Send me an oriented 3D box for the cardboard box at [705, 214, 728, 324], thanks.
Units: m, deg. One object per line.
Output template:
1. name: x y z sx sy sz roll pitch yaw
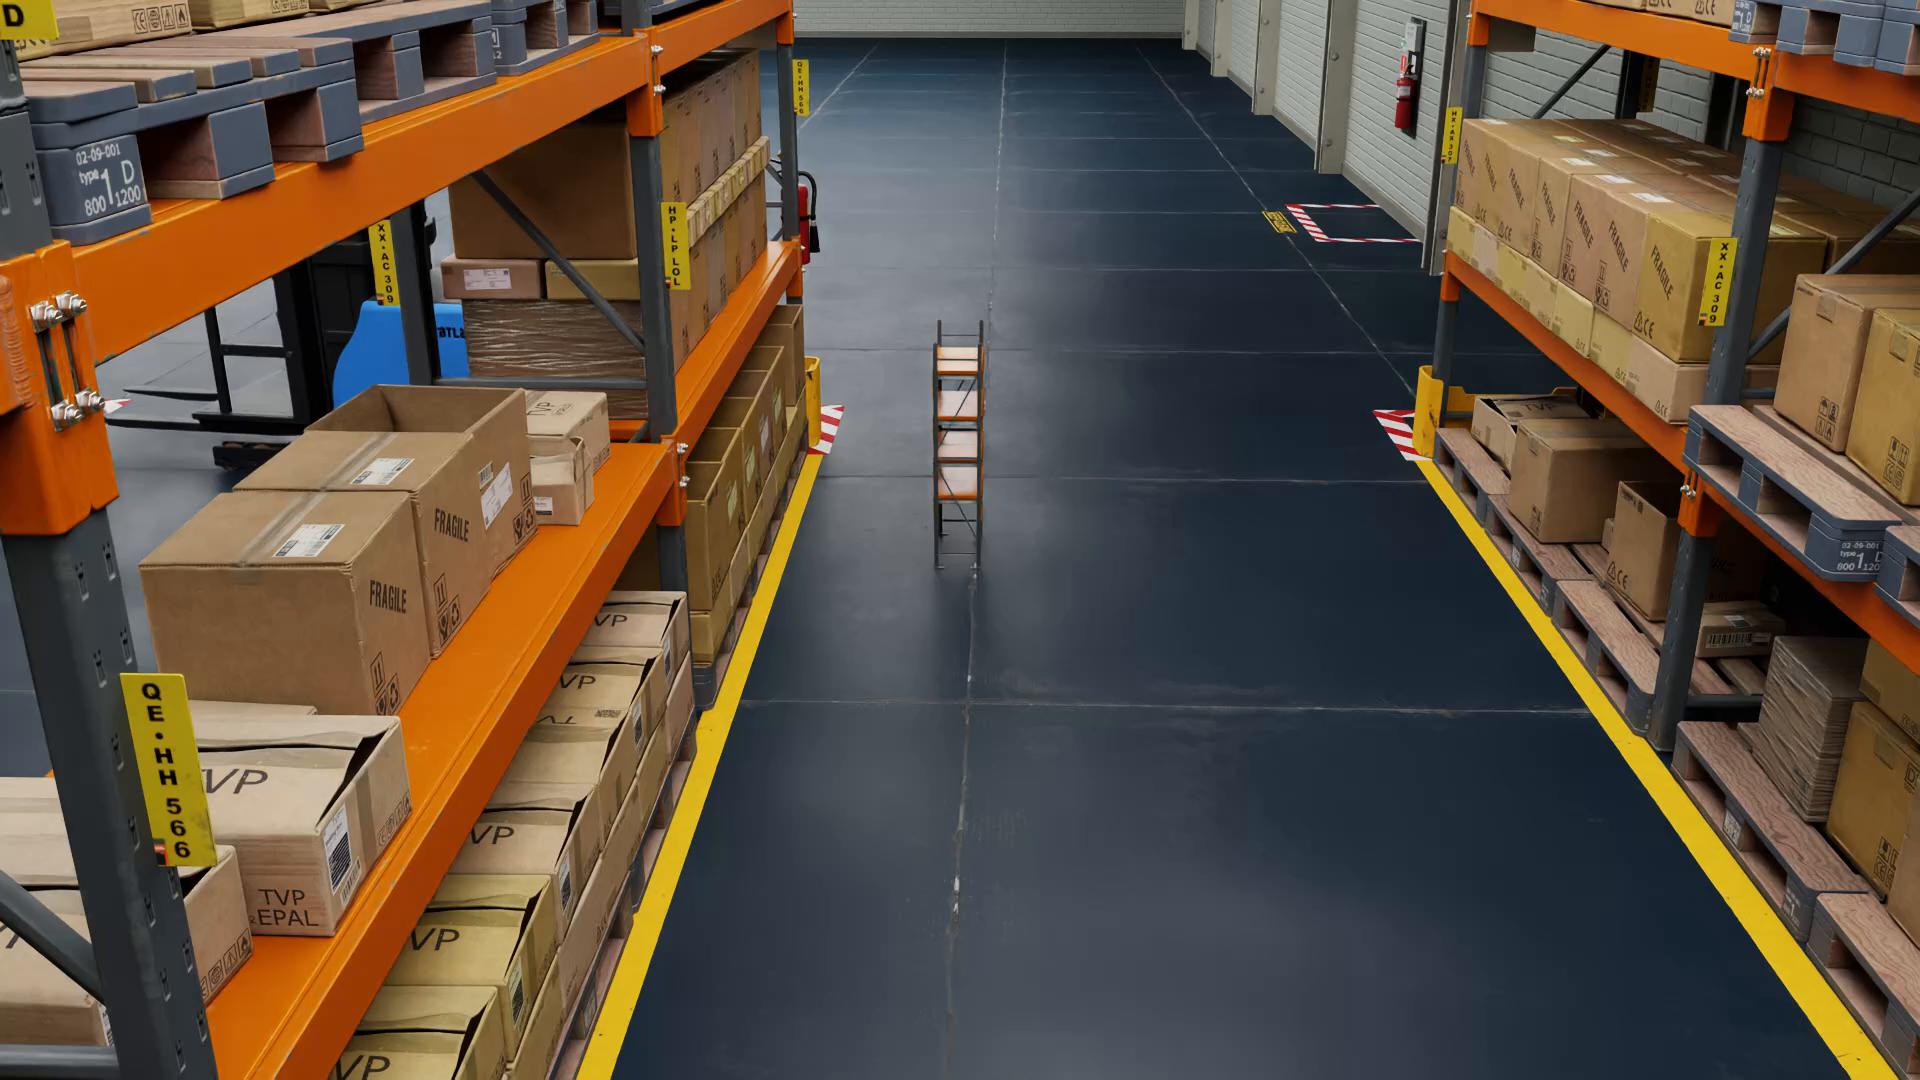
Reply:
1. cardboard box: -1.558 -1.362 8.255 0.700 0.500 0.500 1 21 3

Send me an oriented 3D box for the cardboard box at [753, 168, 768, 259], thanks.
1. cardboard box: -1.514 -1.922 9.697 0.700 0.500 0.500 1 21 2

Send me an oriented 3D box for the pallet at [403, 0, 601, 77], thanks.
1. pallet: -1.622 -1.588 5.092 0.805 0.209 1.217 0 21 -1

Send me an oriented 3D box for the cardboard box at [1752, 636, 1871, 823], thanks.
1. cardboard box: 3.337 0.682 5.972 0.700 0.500 0.500 1 21 3

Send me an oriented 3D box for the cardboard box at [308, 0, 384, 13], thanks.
1. cardboard box: -1.728 -1.431 4.051 0.500 0.250 0.500 -1 21 -3

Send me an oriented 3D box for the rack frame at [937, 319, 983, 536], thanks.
1. rack frame: 0.002 -0.588 8.885 0.240 1.200 0.015 1 21 2

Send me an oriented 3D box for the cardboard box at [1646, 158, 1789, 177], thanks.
1. cardboard box: 3.611 -1.556 8.036 0.500 0.500 0.500 1 21 2

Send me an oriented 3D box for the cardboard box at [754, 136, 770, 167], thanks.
1. cardboard box: -1.308 -2.253 9.653 0.380 0.149 0.250 0 21 1

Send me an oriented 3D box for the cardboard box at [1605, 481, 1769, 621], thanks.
1. cardboard box: 3.335 0.040 7.627 0.500 0.500 0.500 -1 21 -2

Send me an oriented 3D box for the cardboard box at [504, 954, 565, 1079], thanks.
1. cardboard box: -1.396 1.379 4.549 0.500 0.250 0.500 0 21 0

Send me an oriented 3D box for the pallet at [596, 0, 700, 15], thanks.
1. pallet: -1.608 -2.264 6.692 1.003 0.211 1.213 1 21 2

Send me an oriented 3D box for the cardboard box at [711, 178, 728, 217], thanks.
1. cardboard box: -1.353 -1.692 8.208 0.380 0.149 0.250 0 21 1

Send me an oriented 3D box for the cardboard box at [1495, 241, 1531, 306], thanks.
1. cardboard box: 3.109 -1.385 8.632 0.500 0.250 0.500 0 21 1

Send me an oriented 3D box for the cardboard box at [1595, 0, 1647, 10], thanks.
1. cardboard box: 3.118 -2.568 7.187 0.500 0.500 0.500 0 21 0

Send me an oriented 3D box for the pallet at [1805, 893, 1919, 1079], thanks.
1. pallet: 3.286 1.479 4.925 1.003 0.211 1.213 1 21 2

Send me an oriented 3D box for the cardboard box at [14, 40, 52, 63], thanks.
1. cardboard box: -1.773 -0.840 2.528 0.500 0.250 0.500 -1 21 -2

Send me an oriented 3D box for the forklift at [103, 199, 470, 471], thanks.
1. forklift: -4.076 -1.961 10.031 3.031 2.935 1.130 3 21 9

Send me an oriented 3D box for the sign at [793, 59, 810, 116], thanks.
1. sign: -0.945 -2.683 9.869 0.100 0.325 0.005 1 21 2

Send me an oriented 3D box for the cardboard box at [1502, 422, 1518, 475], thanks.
1. cardboard box: 3.336 -0.487 9.246 0.500 0.311 0.500 2 21 6

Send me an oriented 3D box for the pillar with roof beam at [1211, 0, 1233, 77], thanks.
1. pillar with roof beam: 0.735 -13.250 30.738 9.100 9.000 0.400 1 21 2

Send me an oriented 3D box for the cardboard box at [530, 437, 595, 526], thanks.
1. cardboard box: -1.452 -0.215 5.623 0.396 0.266 0.258 0 21 0

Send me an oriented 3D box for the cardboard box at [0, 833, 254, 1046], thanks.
1. cardboard box: -1.675 0.759 3.049 0.500 0.311 0.500 2 21 5

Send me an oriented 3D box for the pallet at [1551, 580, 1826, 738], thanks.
1. pallet: 3.328 0.512 7.417 1.003 0.211 1.213 1 21 2

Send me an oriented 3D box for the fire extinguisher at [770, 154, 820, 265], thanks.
1. fire extinguisher: -1.019 -2.046 10.261 0.296 0.674 0.183 1 21 2

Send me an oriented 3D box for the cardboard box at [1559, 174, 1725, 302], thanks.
1. cardboard box: 3.084 -1.370 7.557 0.500 0.500 0.500 0 21 0

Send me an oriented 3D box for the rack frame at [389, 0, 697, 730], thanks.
1. rack frame: -1.609 -0.598 6.423 1.000 3.000 0.127 1 21 2

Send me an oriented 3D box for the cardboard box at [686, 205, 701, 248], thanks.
1. cardboard box: -1.377 -1.411 7.484 0.380 0.149 0.250 0 21 0

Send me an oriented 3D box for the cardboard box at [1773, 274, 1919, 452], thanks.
1. cardboard box: 3.293 -0.613 5.715 0.700 0.500 0.500 1 21 2

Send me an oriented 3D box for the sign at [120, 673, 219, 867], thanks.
1. sign: -1.187 0.348 2.494 0.100 0.325 0.005 1 21 2

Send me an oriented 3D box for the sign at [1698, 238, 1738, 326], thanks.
1. sign: 2.800 -0.951 6.137 0.100 0.325 0.005 1 21 2

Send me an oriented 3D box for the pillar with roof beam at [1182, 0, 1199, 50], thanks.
1. pillar with roof beam: 0.917 -15.419 36.329 9.100 9.000 0.400 1 21 2

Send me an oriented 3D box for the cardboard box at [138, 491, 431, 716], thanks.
1. cardboard box: -1.695 0.195 4.241 0.500 0.500 0.500 0 21 -1

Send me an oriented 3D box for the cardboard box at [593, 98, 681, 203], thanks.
1. cardboard box: -1.587 -1.592 7.055 0.700 0.500 0.500 1 21 1

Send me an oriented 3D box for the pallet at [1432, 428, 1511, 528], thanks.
1. pallet: 3.402 -0.370 9.691 1.003 0.211 1.213 1 21 2

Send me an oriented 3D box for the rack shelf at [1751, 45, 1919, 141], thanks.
1. rack shelf: 3.282 -0.884 4.010 1.077 0.370 4.000 1 21 2

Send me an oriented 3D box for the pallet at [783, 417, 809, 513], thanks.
1. pallet: -1.468 -0.467 9.941 1.003 0.211 1.213 1 21 2

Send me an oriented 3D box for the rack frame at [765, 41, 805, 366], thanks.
1. rack frame: -1.487 -2.044 10.150 1.000 3.000 0.127 1 21 2

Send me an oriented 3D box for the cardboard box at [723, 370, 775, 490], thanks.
1. cardboard box: -1.238 -0.568 8.530 0.500 0.500 0.500 1 21 2

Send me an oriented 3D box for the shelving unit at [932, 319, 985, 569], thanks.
1. shelving unit: -0.005 -0.500 8.658 0.258 1.200 0.503 1 21 2

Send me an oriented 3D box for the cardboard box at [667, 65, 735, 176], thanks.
1. cardboard box: -1.541 -2.135 8.453 0.700 0.500 0.500 1 21 2

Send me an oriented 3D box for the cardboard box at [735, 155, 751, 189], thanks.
1. cardboard box: -1.332 -1.975 8.937 0.380 0.149 0.250 1 21 2

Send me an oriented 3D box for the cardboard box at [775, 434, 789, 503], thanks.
1. cardboard box: -1.224 -0.399 9.131 0.500 0.250 0.500 1 21 2

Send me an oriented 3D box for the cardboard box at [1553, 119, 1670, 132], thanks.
1. cardboard box: 3.663 -2.107 9.456 0.500 0.500 0.500 0 21 1

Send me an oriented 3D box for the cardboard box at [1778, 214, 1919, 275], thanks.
1. cardboard box: 3.566 -1.001 6.606 0.500 0.500 0.500 0 21 0

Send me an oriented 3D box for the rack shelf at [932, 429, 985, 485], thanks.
1. rack shelf: -0.005 -0.437 8.682 0.258 0.148 0.480 1 21 2

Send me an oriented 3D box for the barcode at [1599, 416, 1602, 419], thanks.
1. barcode: 3.753 -0.687 9.748 0.001 0.075 0.075 1 21 2

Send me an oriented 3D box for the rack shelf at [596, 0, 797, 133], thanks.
1. rack shelf: -1.548 -2.384 7.874 1.077 0.370 4.000 1 21 2

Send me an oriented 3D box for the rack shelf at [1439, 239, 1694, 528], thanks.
1. rack shelf: 3.404 -0.932 8.280 1.077 0.370 4.000 1 21 2

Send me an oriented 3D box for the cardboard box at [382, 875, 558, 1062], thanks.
1. cardboard box: -1.395 1.113 4.460 0.500 0.311 0.500 0 21 0

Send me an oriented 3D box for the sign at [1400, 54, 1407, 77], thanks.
1. sign: 4.724 -5.006 17.735 0.001 0.329 0.234 1 21 2

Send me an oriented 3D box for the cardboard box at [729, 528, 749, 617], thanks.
1. cardboard box: -1.271 0.143 7.733 0.500 0.250 0.500 1 21 2

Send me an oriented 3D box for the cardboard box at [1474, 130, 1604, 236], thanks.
1. cardboard box: 3.125 -1.932 9.004 0.500 0.500 0.500 1 21 2

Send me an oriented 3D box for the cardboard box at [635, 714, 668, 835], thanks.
1. cardboard box: -1.349 0.824 5.978 0.500 0.250 0.500 0 21 1

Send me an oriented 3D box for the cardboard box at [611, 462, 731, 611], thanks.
1. cardboard box: -1.281 -0.025 7.132 0.500 0.500 0.500 1 21 2

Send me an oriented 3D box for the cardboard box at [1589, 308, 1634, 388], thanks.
1. cardboard box: 3.078 -0.839 7.223 0.500 0.250 0.500 1 21 2

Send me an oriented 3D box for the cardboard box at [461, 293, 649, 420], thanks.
1. cardboard box: -1.601 -0.805 6.818 0.700 0.500 0.500 0 21 0

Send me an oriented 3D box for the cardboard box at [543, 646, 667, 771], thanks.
1. cardboard box: -1.344 0.565 5.872 0.500 0.311 0.500 1 21 3
